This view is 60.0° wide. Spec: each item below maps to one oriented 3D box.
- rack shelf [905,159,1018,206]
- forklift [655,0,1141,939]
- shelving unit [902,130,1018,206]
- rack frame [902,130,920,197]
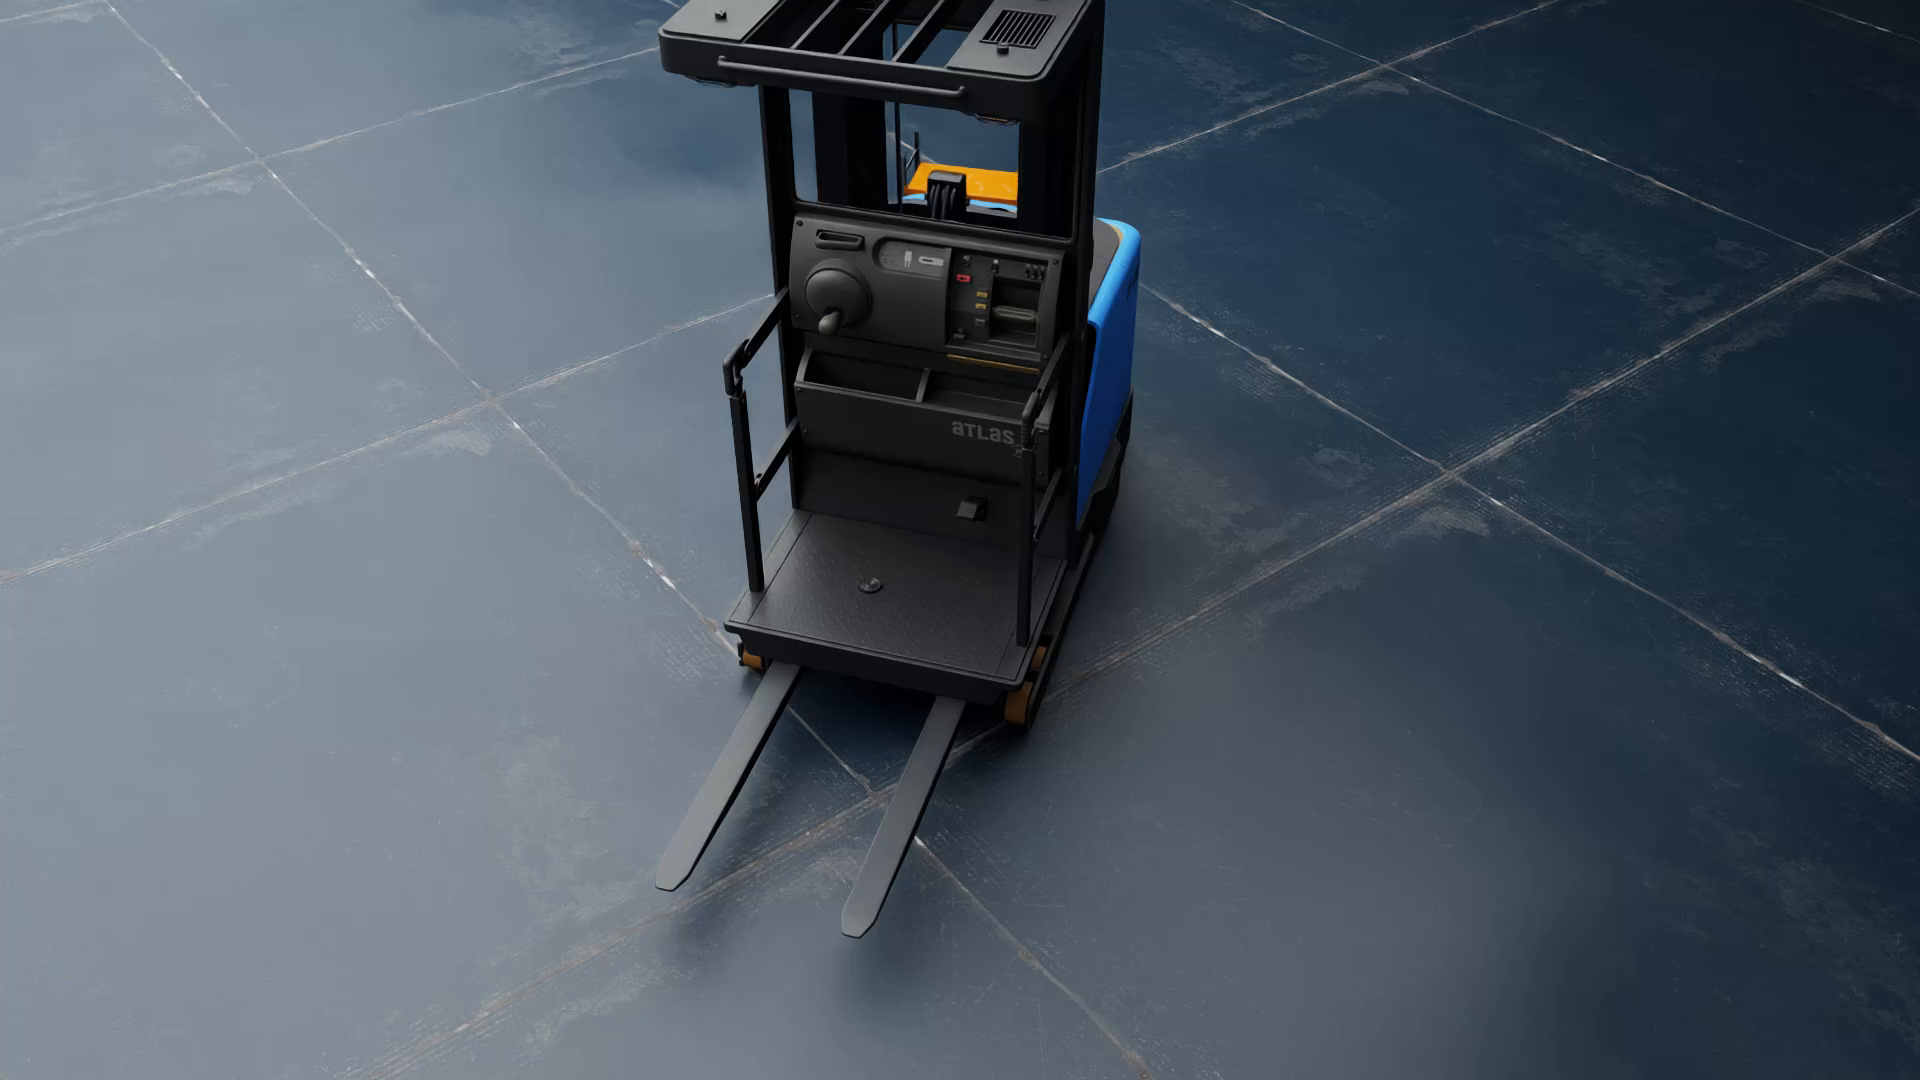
[{"bbox_3d":[0.034,-1.444,6.943,0.480,0.148,0.258,8,40,10],"label":"rack shelf"},{"bbox_3d":[-0.180,-0.755,5.359,1.130,2.935,3.031,11,41,13],"label":"forklift"},{"bbox_3d":[0.034,-1.140,7.193,0.503,1.200,0.258,8,40,10],"label":"shelving unit"},{"bbox_3d":[-0.204,-1.175,7.235,0.015,1.200,0.240,8,40,10],"label":"rack frame"}]
